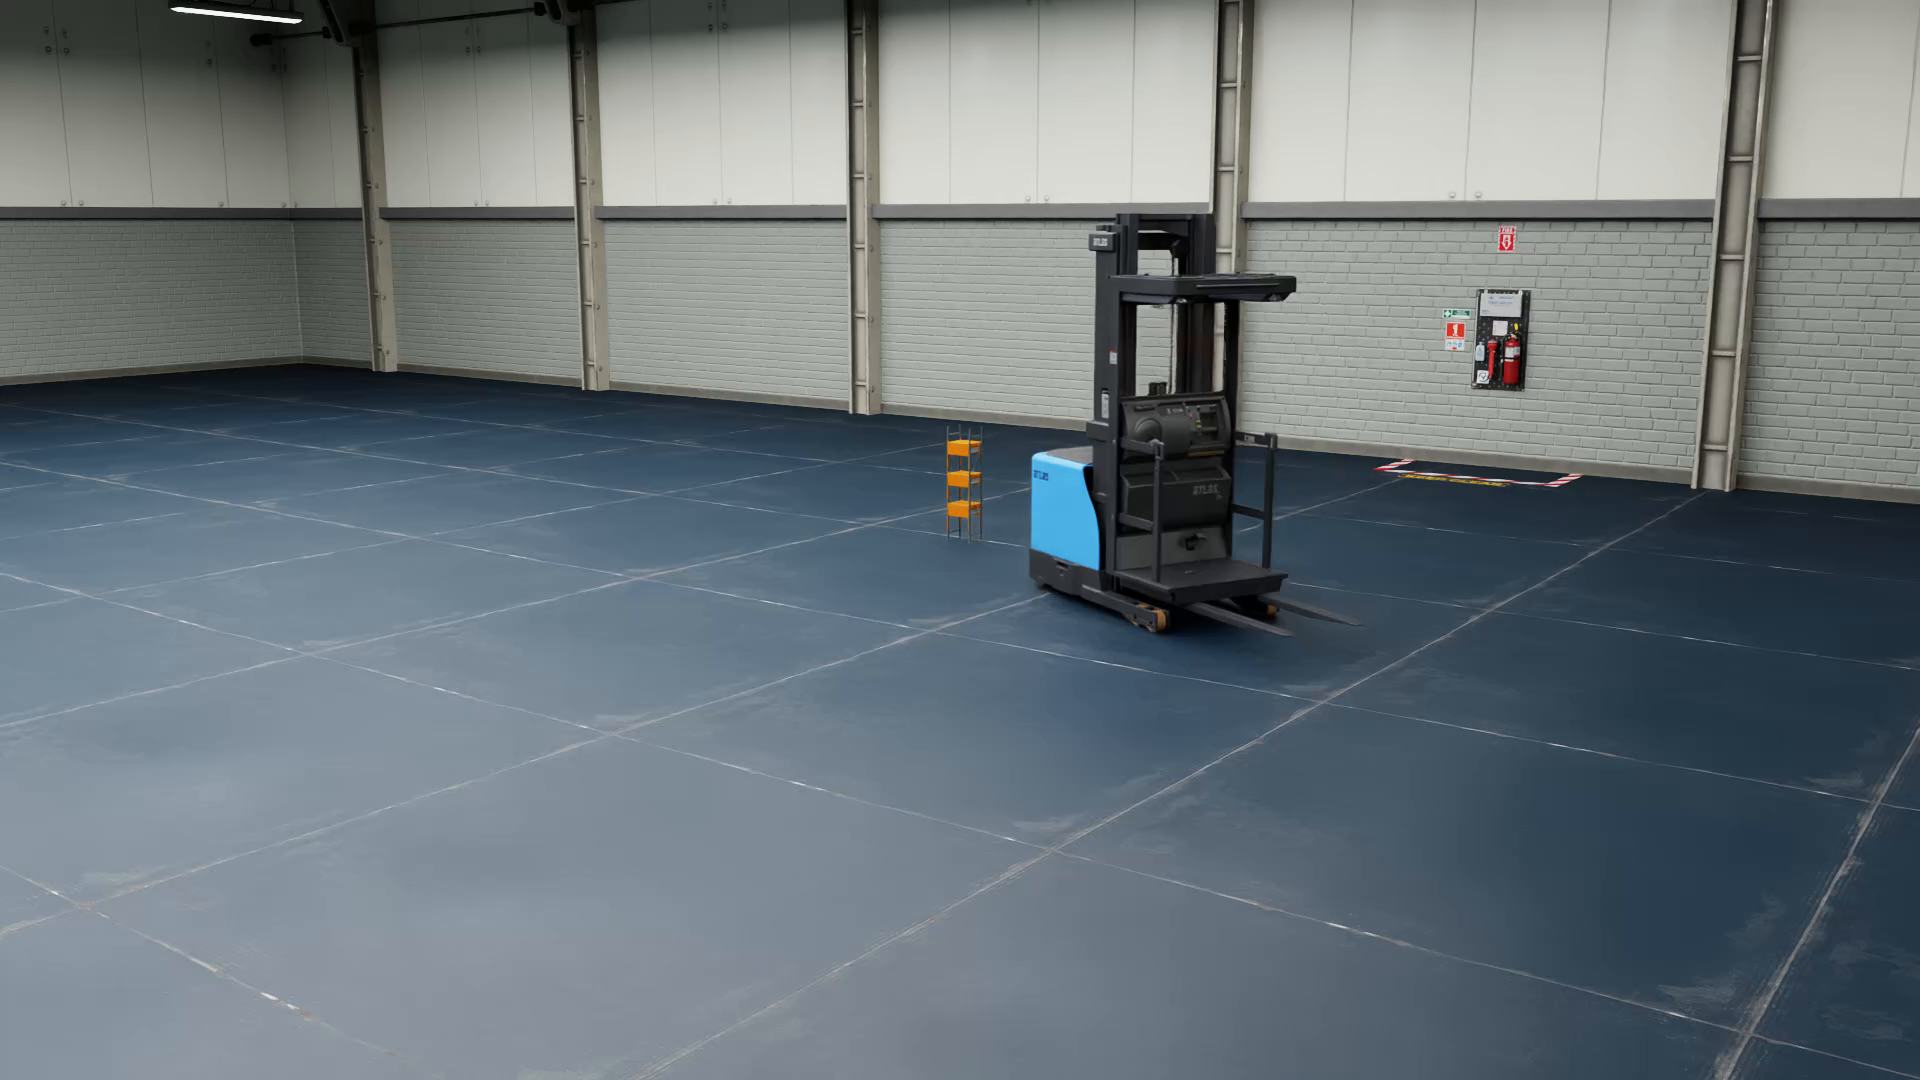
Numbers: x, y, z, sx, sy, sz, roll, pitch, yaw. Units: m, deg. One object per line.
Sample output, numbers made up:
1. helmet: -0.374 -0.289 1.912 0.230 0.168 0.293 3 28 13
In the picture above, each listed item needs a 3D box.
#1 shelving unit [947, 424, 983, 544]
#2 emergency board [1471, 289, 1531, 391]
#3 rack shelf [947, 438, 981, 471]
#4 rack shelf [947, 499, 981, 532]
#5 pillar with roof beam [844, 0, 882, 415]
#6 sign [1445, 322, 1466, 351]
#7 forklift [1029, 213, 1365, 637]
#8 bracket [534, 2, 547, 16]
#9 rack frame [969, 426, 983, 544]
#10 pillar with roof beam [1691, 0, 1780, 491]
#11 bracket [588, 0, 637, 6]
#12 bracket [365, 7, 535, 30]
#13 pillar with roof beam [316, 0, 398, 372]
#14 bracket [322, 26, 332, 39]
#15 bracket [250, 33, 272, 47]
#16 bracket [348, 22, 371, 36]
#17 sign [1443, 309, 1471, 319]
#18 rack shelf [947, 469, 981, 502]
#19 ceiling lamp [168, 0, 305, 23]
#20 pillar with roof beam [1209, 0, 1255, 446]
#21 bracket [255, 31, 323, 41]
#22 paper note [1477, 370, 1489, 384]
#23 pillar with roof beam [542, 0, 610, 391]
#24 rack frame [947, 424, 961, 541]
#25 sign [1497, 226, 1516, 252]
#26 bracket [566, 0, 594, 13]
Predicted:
1. shelving unit: 0.043 -0.509 15.119 0.252 1.050 0.215 8 13 36
2. emergency board: 6.273 -2.325 19.373 0.643 1.169 0.194 8 13 36
3. rack shelf: 0.043 -0.778 15.067 0.240 0.259 0.215 8 13 36
4. rack shelf: 0.043 -0.226 15.174 0.240 0.259 0.215 8 13 36
5. pillar with roof beam: -3.978 -5.677 20.904 0.400 9.000 9.100 8 13 36
6. sign: 5.889 -2.421 19.772 0.234 0.329 0.001 8 13 36
7. forklift: 1.700 -0.877 12.065 1.130 2.935 3.031 -6 12 -28
8. bracket: -6.810 -8.770 27.416 0.430 0.232 0.235 8 13 36
9. rack frame: 0.141 -0.496 15.048 0.008 1.050 0.200 8 13 36
10. pillar with roof beam: 5.694 -4.328 13.930 0.400 9.000 9.100 8 13 36
11. bracket: -4.065 -8.387 25.436 4.783 0.066 0.076 8 13 36
12. bracket: -8.901 -9.062 28.923 4.783 0.066 0.076 8 13 36
13. pillar with roof beam: -13.650 -7.026 27.877 0.548 9.000 9.100 8 13 36
14. bracket: -11.646 -9.445 30.902 0.430 0.232 0.235 8 13 36
15. bracket: -13.557 -9.711 32.280 0.430 0.232 0.235 8 13 36
16. bracket: -10.977 -9.352 30.420 0.430 0.232 0.235 8 13 36
17. sign: 5.887 -2.679 19.712 0.331 0.109 0.001 8 13 36
18. rack shelf: 0.043 -0.499 15.121 0.240 0.259 0.215 8 13 36
19. ceiling lamp: -10.923 -9.357 24.559 0.800 3.185 2.000 8 13 36
20. pillar with roof beam: 0.858 -5.003 17.417 0.400 9.000 9.100 8 13 36
21. bracket: -13.080 -9.645 31.936 3.189 0.066 0.076 8 13 36
22. paper note: 6.171 -1.923 19.614 0.142 0.148 0.016 8 13 36
23. pillar with roof beam: -8.814 -6.352 24.391 0.548 9.000 9.100 8 13 36
24. rack frame: -0.055 -0.523 15.190 0.008 1.050 0.200 8 13 36
25. sign: 6.326 -3.480 19.236 0.199 0.298 0.001 8 13 36
26. bracket: -6.141 -8.677 26.933 0.430 0.232 0.235 8 13 36
